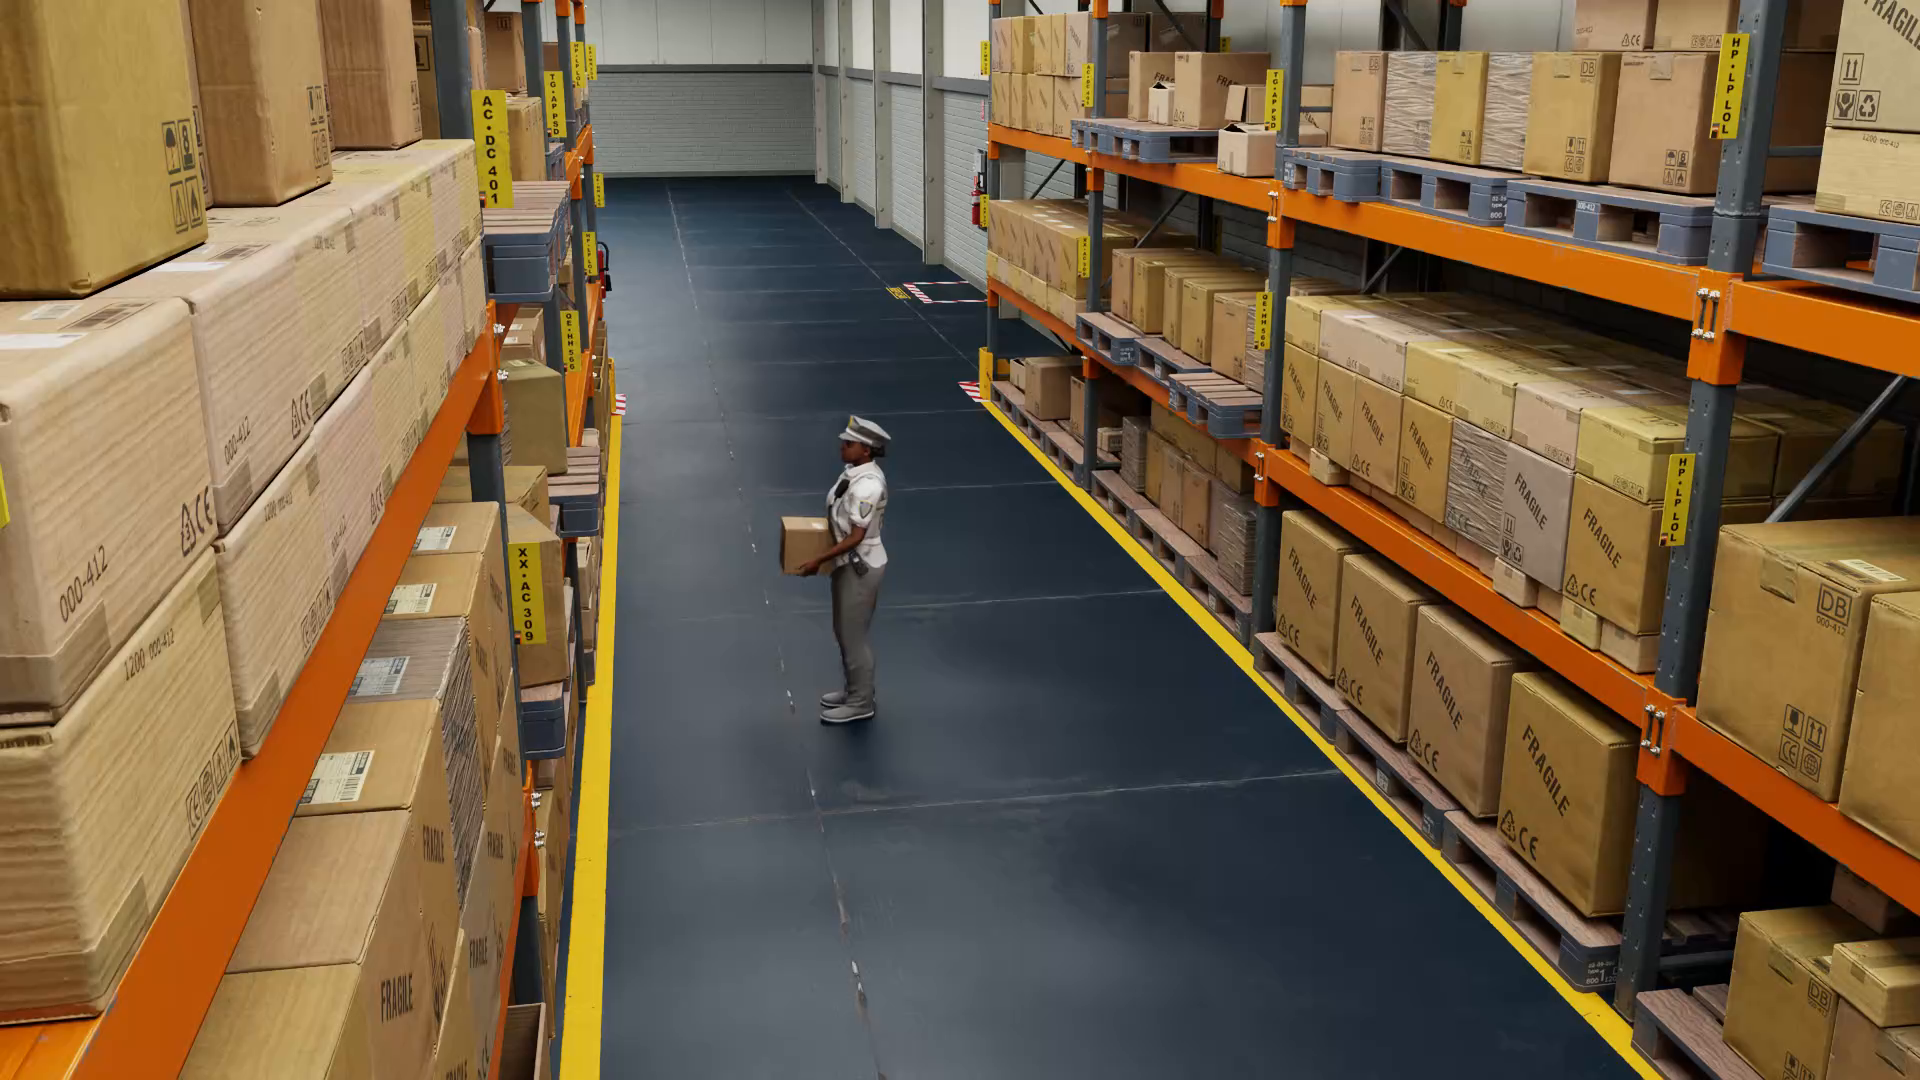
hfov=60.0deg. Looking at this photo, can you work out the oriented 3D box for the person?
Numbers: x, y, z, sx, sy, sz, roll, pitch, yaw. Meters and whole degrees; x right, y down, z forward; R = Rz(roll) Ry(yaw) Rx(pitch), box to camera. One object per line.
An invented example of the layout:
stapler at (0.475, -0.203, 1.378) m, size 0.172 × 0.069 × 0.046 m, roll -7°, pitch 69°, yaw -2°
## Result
person at (-0.634, 0.157, 8.953) m, size 0.530 × 1.691 × 0.462 m, roll -4°, pitch 17°, yaw -13°
